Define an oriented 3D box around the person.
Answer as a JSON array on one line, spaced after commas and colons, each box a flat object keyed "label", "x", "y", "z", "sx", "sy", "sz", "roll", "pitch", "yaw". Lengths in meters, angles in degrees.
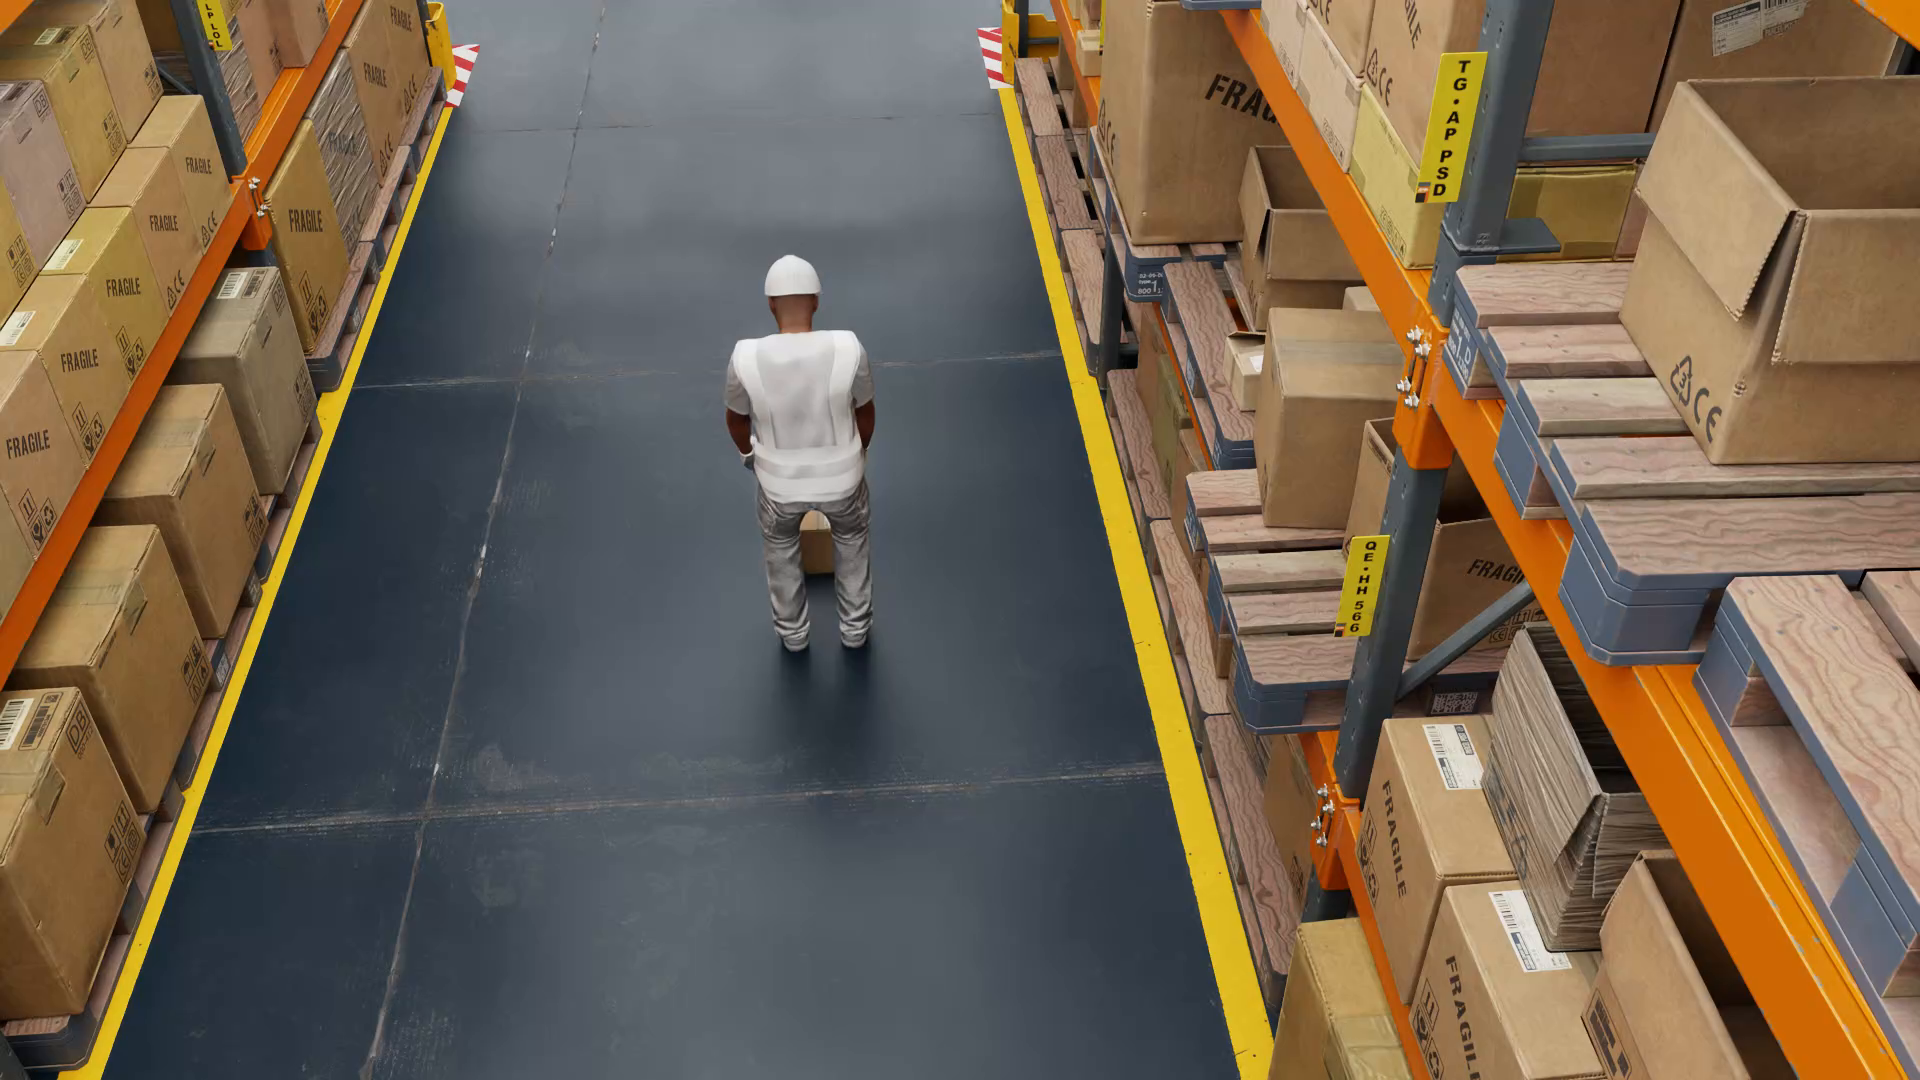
[{"label": "person", "x": -0.612, "y": -0.296, "z": 6.559, "sx": 0.574, "sy": 1.721, "sz": 0.477, "roll": -2, "pitch": 39, "yaw": -3}]
